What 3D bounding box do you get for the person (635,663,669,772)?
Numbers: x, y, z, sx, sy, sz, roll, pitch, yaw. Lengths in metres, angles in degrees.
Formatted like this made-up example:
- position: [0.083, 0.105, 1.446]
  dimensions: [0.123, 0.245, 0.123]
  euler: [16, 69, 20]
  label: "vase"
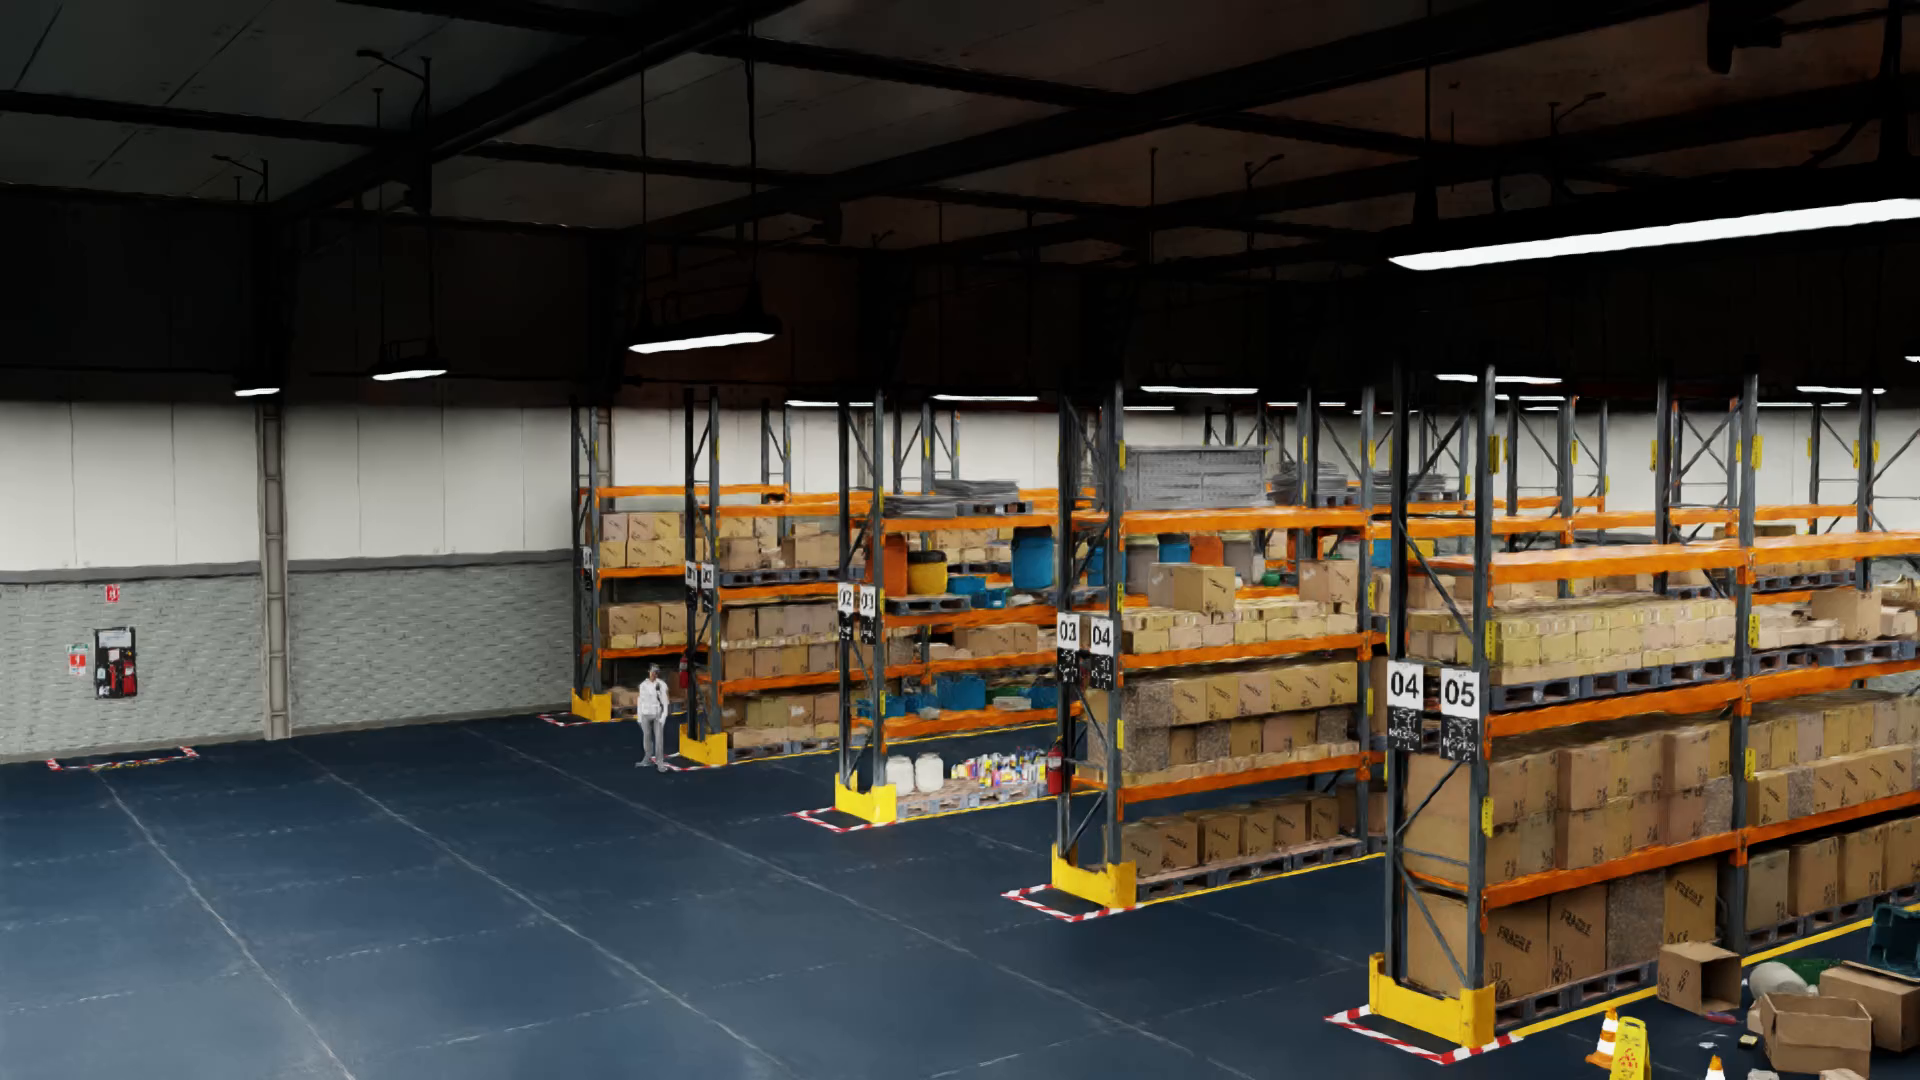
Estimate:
- position: [-4.842, 2.760, 26.095]
  dimensions: [0.588, 1.687, 0.435]
  euler: [1, 3, 9]
  label: "person"
